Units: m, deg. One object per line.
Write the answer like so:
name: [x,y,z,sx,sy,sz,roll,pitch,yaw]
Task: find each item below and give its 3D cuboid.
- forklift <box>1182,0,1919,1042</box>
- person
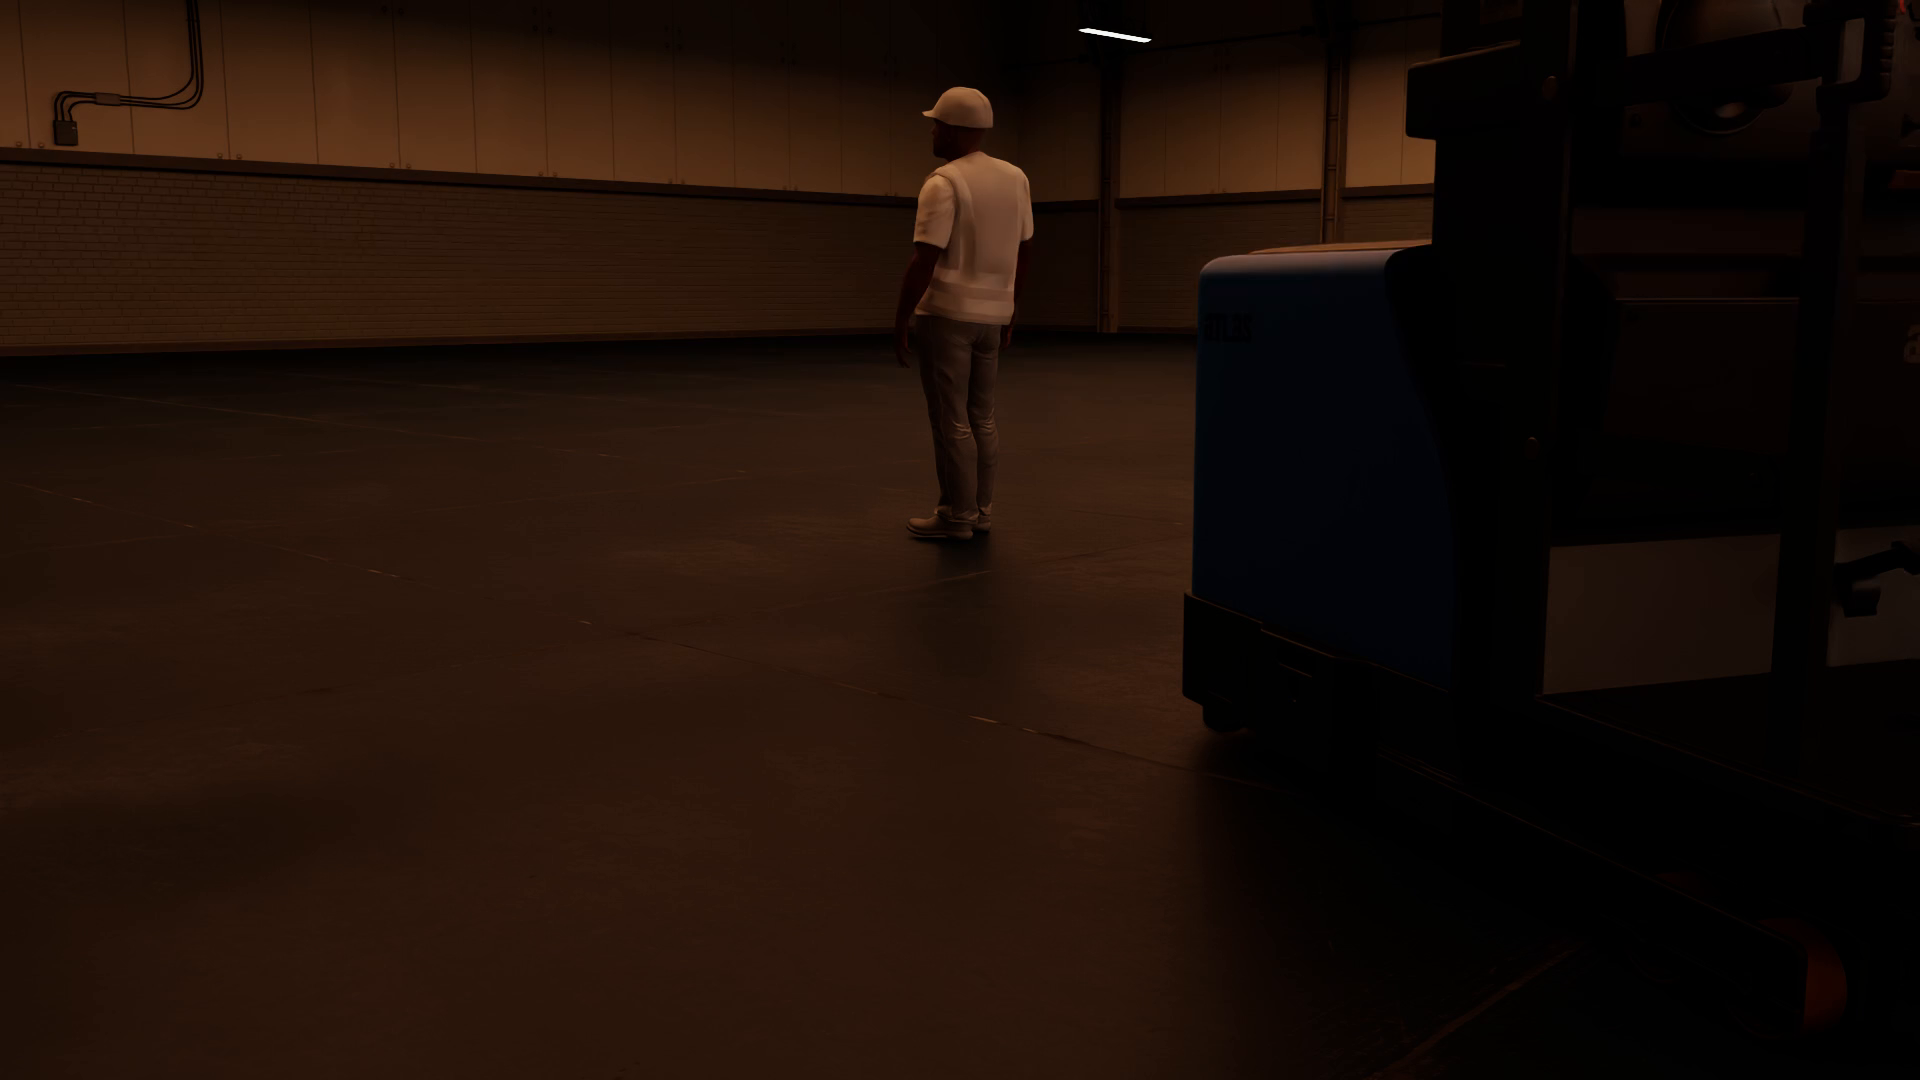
forklift: [1.487,-0.843,2.471,1.130,2.935,3.031,-3,9,-19]
person: [-0.045,-0.888,6.637,0.577,1.765,0.665,8,12,43]
